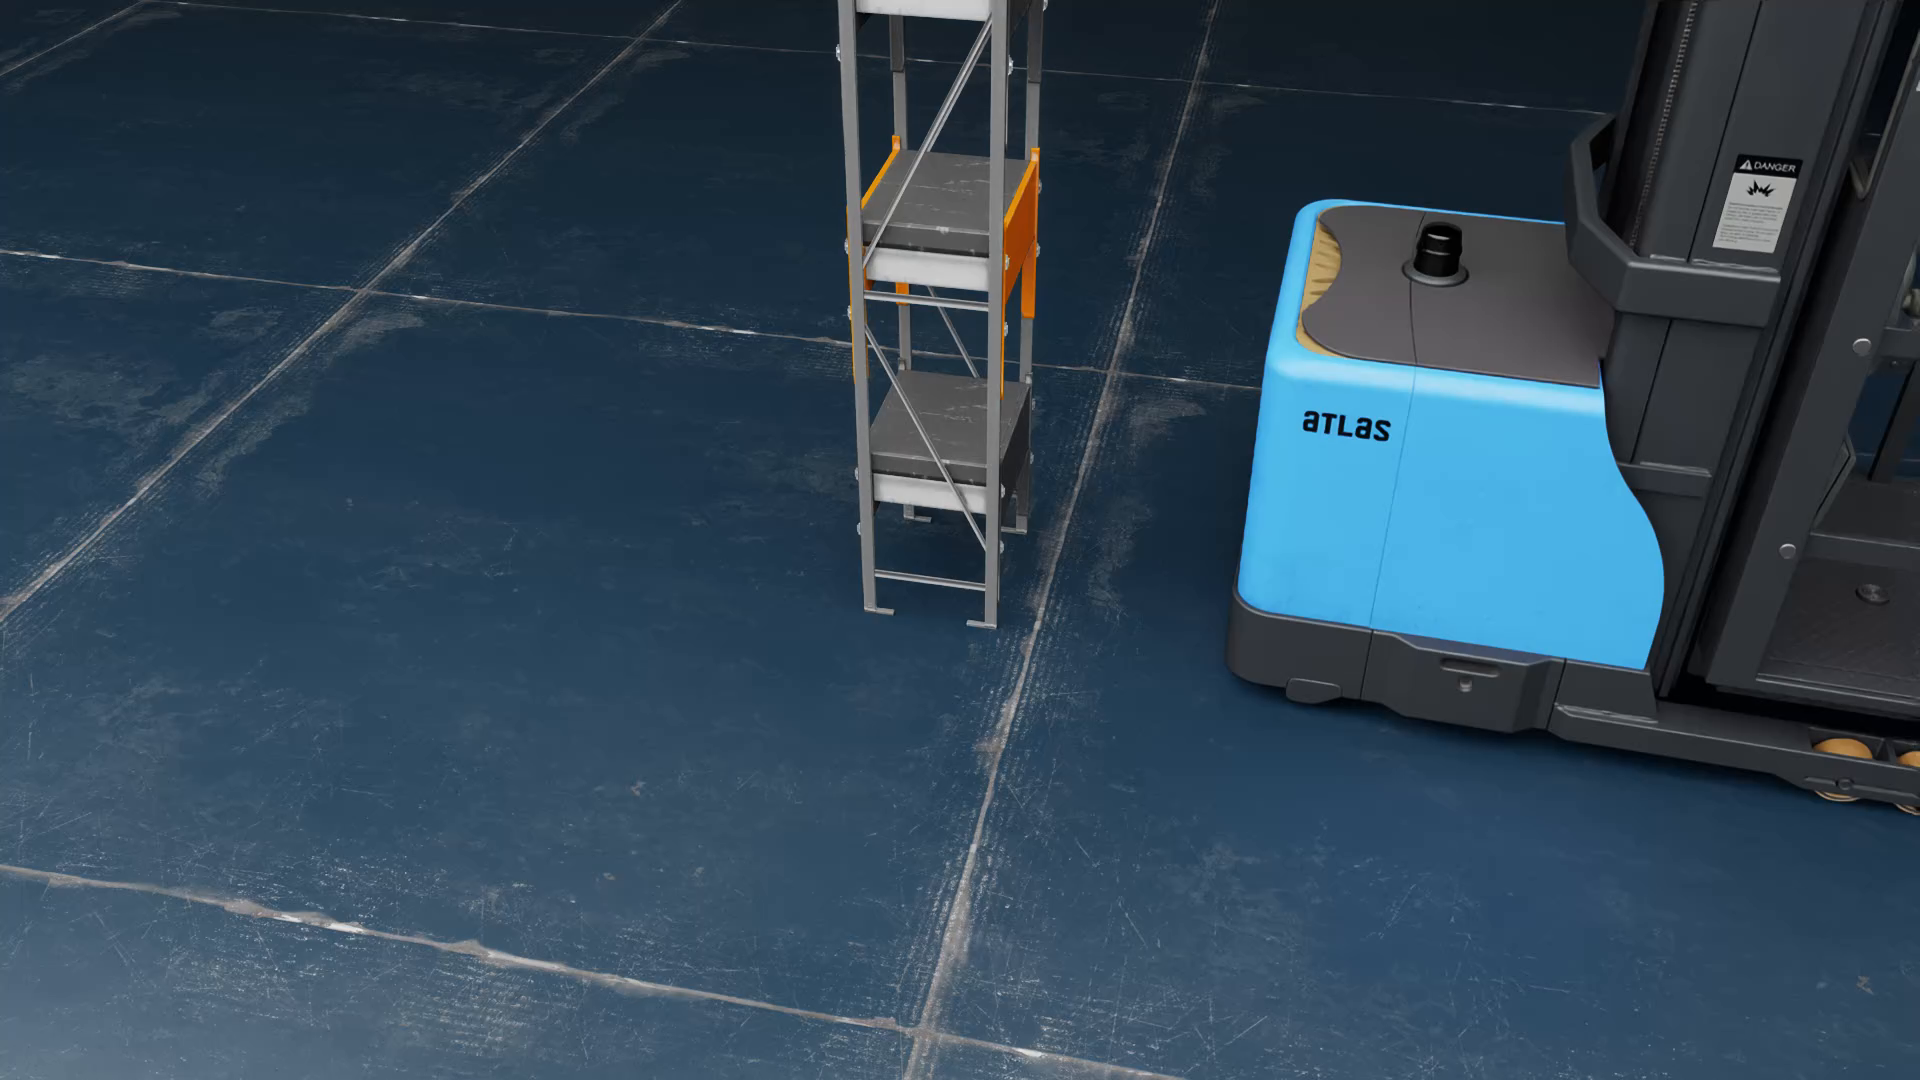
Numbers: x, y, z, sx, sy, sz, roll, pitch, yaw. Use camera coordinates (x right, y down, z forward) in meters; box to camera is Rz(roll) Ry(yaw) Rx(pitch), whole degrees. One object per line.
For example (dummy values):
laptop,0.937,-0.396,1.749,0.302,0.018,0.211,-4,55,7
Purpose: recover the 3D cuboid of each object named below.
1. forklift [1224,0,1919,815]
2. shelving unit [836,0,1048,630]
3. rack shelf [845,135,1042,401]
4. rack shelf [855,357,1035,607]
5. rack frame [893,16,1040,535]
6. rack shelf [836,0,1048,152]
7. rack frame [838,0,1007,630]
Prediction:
forklift,2.317,-0.826,3.892,3.031,2.935,1.130,8,37,12
shelving unit,-0.035,-0.755,4.503,0.431,2.100,0.503,7,37,10
rack shelf,-0.035,-0.744,4.511,0.431,0.518,0.480,7,37,10
rack shelf,-0.035,-0.177,4.922,0.431,0.518,0.480,7,37,10
rack frame,0.017,-0.895,4.696,0.400,2.100,0.015,7,37,10
rack shelf,-0.035,-1.311,4.100,0.431,0.518,0.480,7,37,10
rack frame,-0.087,-0.615,4.310,0.400,2.100,0.015,7,37,10
